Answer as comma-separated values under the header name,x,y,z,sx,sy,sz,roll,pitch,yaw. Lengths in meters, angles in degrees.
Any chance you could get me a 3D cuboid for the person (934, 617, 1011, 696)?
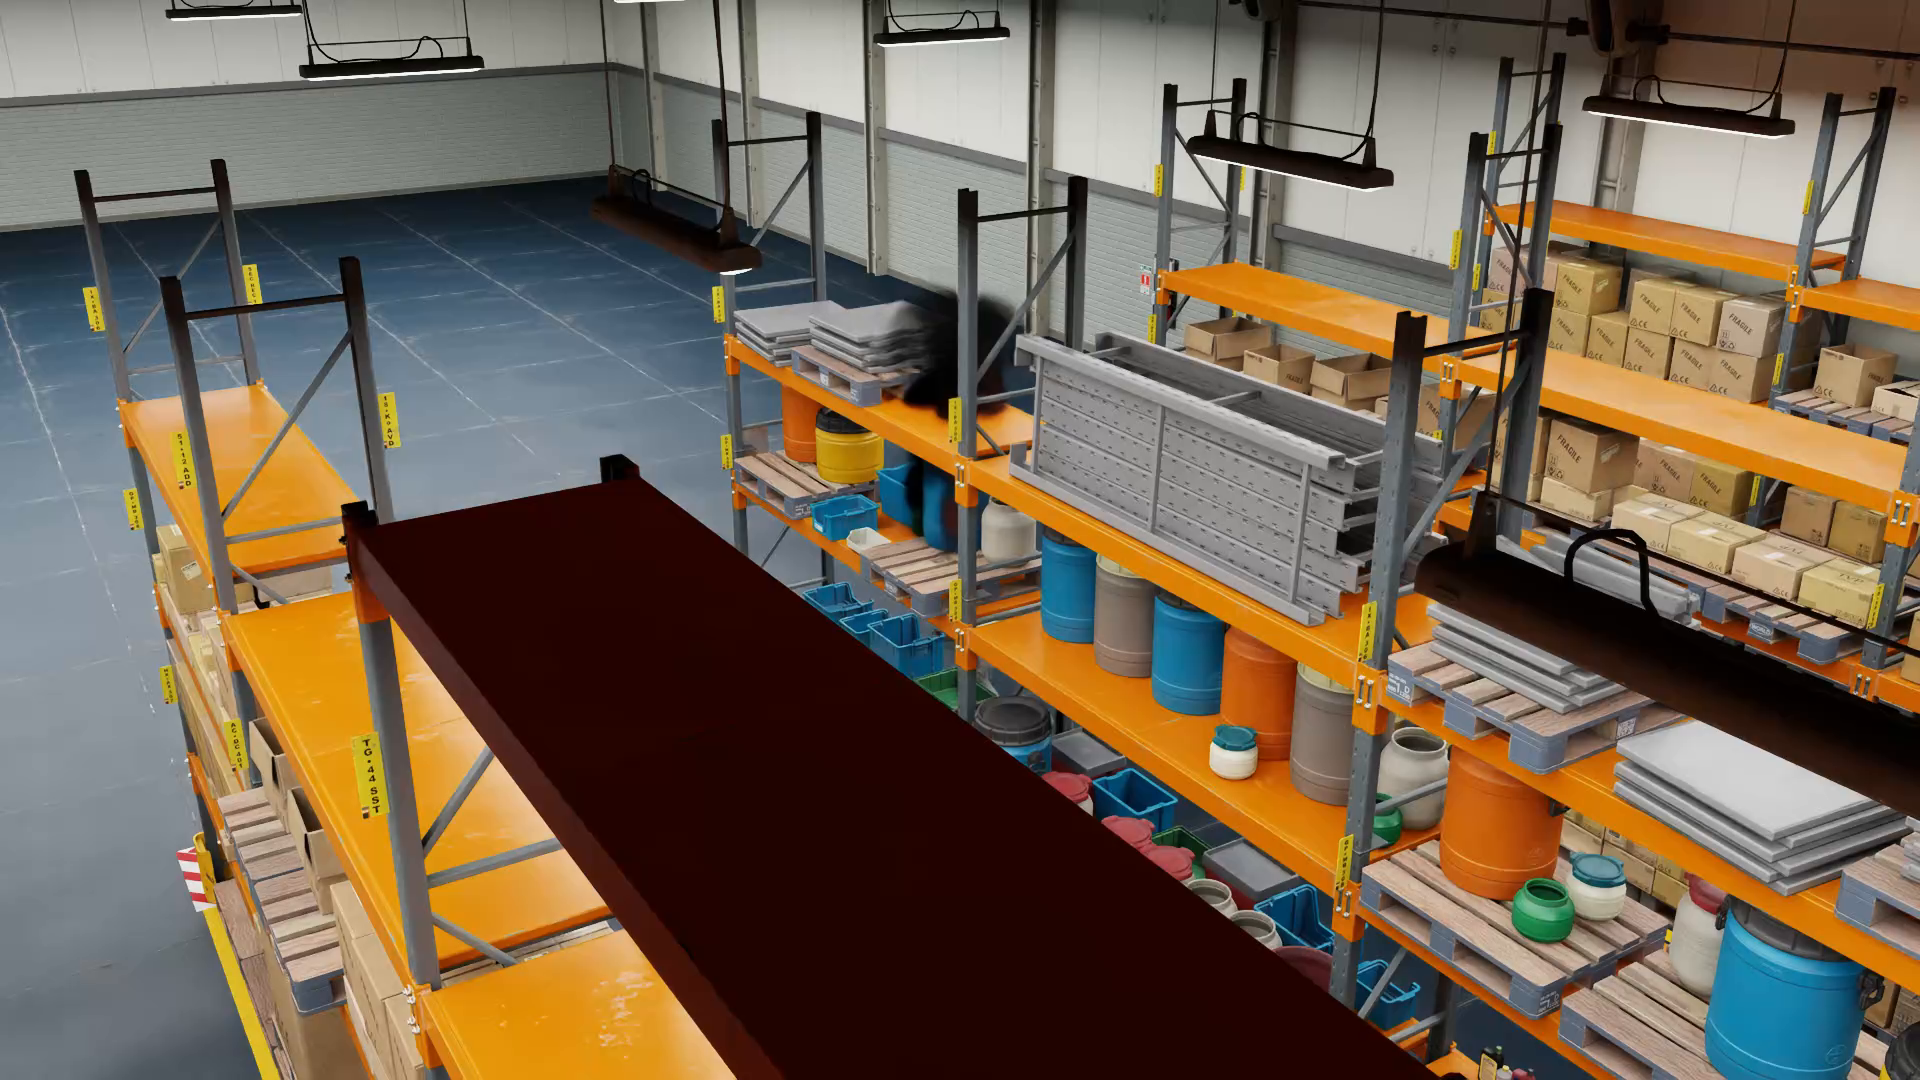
name,x,y,z,sx,sy,sz,roll,pitch,yaw
person,0.167,1.053,16.460,0.825,1.792,0.601,12,25,28
